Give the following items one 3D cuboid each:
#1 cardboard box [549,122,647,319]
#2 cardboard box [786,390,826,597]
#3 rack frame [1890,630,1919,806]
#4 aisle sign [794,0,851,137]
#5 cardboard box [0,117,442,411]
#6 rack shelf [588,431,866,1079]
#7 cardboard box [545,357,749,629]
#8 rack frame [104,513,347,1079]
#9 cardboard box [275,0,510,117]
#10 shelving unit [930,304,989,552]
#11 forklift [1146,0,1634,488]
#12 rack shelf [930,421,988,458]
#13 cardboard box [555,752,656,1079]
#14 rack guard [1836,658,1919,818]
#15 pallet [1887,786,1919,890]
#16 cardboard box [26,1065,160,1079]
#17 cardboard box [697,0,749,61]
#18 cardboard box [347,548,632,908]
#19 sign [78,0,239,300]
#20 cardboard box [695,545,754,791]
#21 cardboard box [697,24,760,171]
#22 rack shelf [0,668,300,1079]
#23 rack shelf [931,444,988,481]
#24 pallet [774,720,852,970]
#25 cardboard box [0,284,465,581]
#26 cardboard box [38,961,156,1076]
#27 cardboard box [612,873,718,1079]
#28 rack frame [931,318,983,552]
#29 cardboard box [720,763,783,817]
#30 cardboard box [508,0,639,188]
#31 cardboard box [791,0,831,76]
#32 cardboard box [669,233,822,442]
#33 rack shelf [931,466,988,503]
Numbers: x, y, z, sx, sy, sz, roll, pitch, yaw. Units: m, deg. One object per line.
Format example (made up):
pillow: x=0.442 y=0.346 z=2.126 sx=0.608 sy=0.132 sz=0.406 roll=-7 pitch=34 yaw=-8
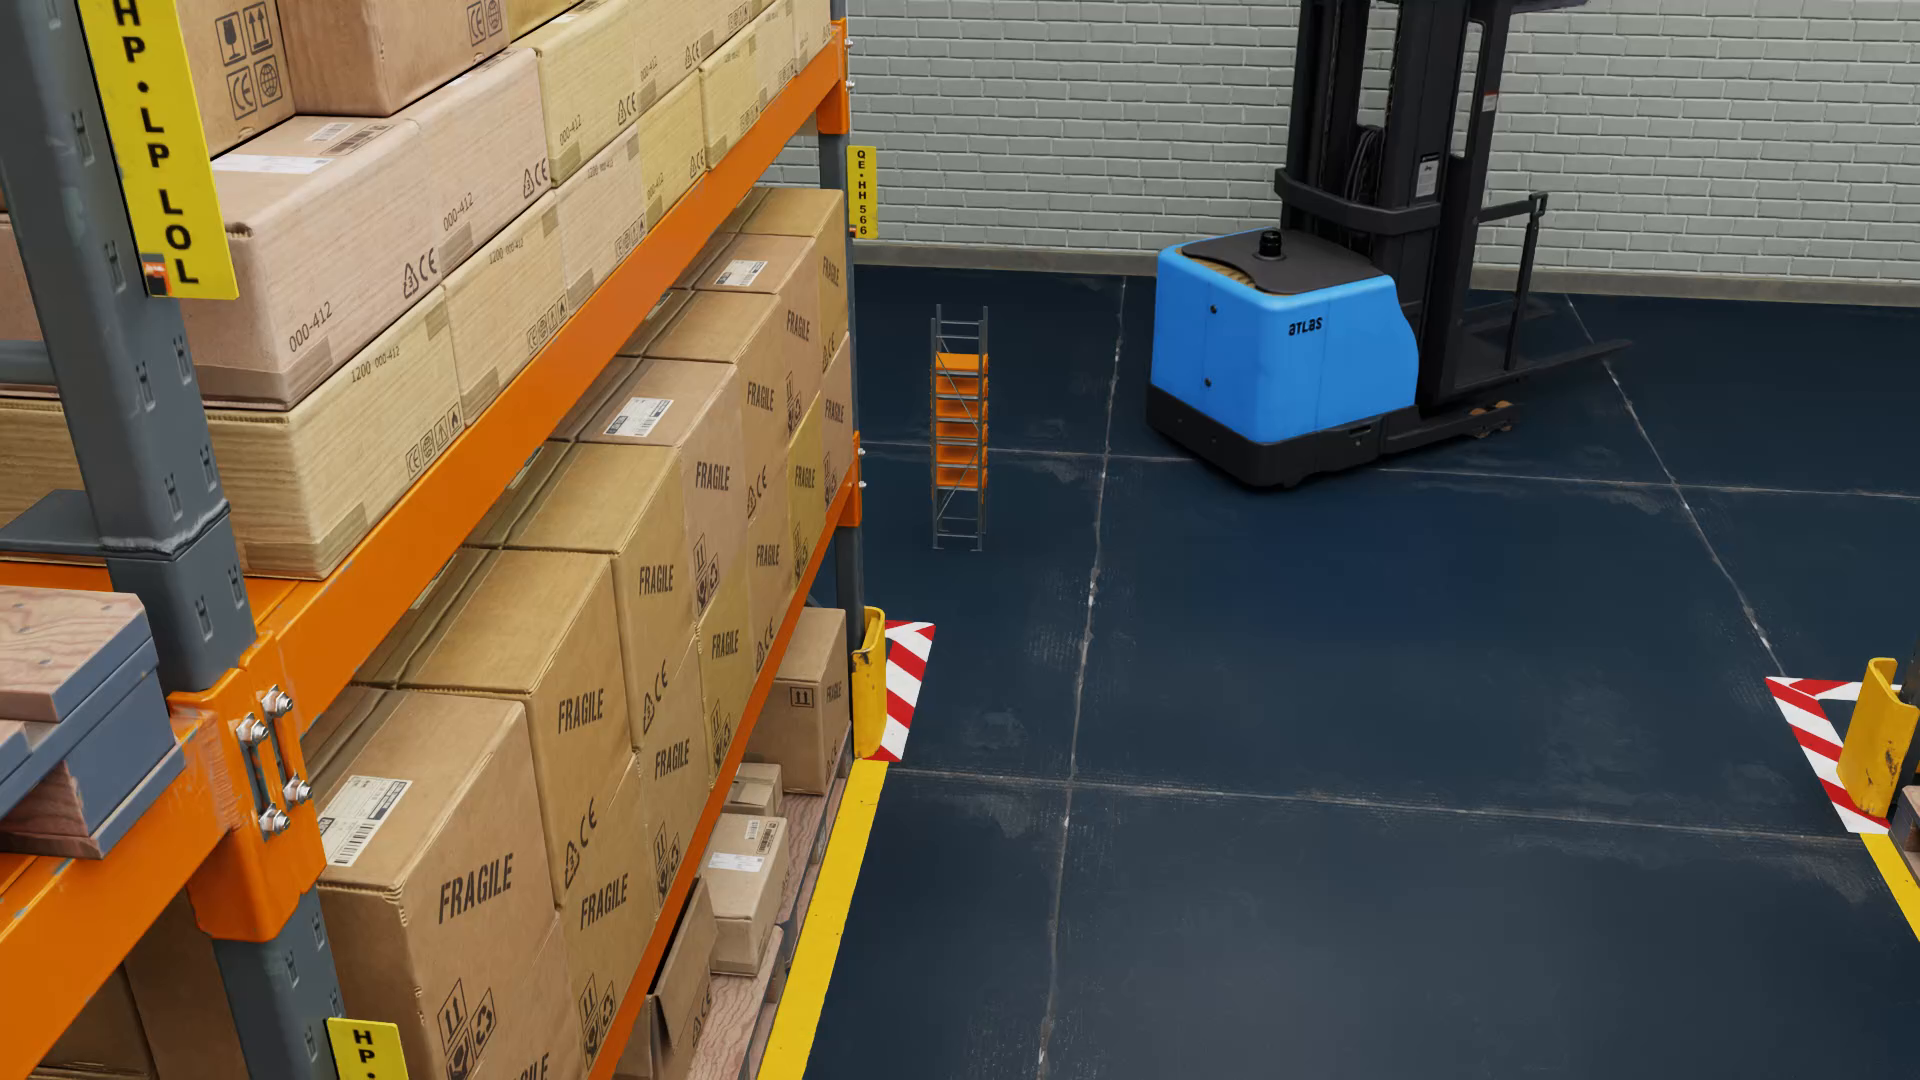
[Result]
cardboard box: x=-0.943 y=-0.653 z=3.295 sx=0.500 sy=0.250 sz=0.500 roll=3 pitch=28 yaw=6
cardboard box: x=-0.731 y=-0.170 z=5.297 sx=0.500 sy=0.500 sz=0.500 roll=4 pitch=29 yaw=7
rack frame: x=4.030 y=-0.307 z=5.657 sx=1.000 sy=3.000 sz=0.127 roll=3 pitch=28 yaw=6
aisle sign: x=-0.574 y=-1.755 z=5.605 sx=0.394 sy=0.787 sz=0.004 roll=3 pitch=28 yaw=6
cardboard box: x=-1.070 y=-0.403 z=2.304 sx=0.500 sy=0.250 sz=0.500 roll=3 pitch=28 yaw=6
rack shelf: x=-1.131 y=0.661 z=4.618 sx=1.077 sy=0.370 sz=4.000 roll=3 pitch=28 yaw=6
cardboard box: x=-0.851 y=-0.131 z=4.172 sx=0.500 sy=0.500 sz=0.500 roll=4 pitch=29 yaw=8
rack frame: x=-1.376 y=1.286 z=2.700 sx=1.000 sy=3.000 sz=0.127 roll=3 pitch=28 yaw=6
cardboard box: x=-1.152 y=-0.977 z=2.578 sx=0.700 sy=0.500 sz=0.500 roll=3 pitch=28 yaw=6
shelving unit: x=-0.002 y=-0.521 z=7.953 sx=0.258 sy=1.200 sz=0.189 roll=3 pitch=28 yaw=6
forklift: x=2.577 y=-2.060 z=8.984 sx=3.031 sy=2.935 sz=1.130 roll=-15 pitch=32 yaw=-26
rack shelf: x=-0.002 y=-0.482 z=7.974 sx=0.258 sy=0.103 sz=0.180 roll=3 pitch=28 yaw=6
cardboard box: x=-0.984 y=0.777 z=3.540 sx=0.500 sy=0.500 sz=0.500 roll=4 pitch=29 yaw=7
rack guard: x=4.020 y=0.781 z=6.273 sx=1.175 sy=0.500 sz=0.348 roll=3 pitch=28 yaw=6
pallet: x=3.890 y=1.307 z=5.602 sx=1.003 sy=0.211 sz=1.213 roll=3 pitch=28 yaw=6
cardboard box: x=-1.570 y=0.992 z=3.141 sx=0.500 sy=0.500 sz=0.500 roll=4 pitch=29 yaw=7
cardboard box: x=-0.822 y=-1.344 z=4.051 sx=0.500 sy=0.250 sz=0.500 roll=3 pitch=28 yaw=6
cardboard box: x=-0.976 y=0.354 z=3.271 sx=0.500 sy=0.500 sz=0.500 roll=2 pitch=28 yaw=5
sign: x=-0.825 y=-0.405 z=1.716 sx=0.100 sy=0.325 sz=0.005 roll=3 pitch=28 yaw=6
cardboard box: x=-0.859 y=0.302 z=4.421 sx=0.500 sy=0.500 sz=0.500 roll=3 pitch=28 yaw=5
cardboard box: x=-0.808 y=-1.123 z=4.168 sx=0.500 sy=0.250 sz=0.500 roll=3 pitch=28 yaw=6
rack shelf: x=-1.621 y=1.224 z=0.412 sx=1.077 sy=0.370 sz=4.000 roll=3 pitch=28 yaw=6
rack shelf: x=-0.002 y=-0.377 z=8.031 sx=0.258 sy=0.103 sz=0.180 roll=3 pitch=28 yaw=6
pallet: x=-0.992 y=1.042 z=6.093 sx=1.003 sy=0.211 sz=1.213 roll=3 pitch=28 yaw=6
cardboard box: x=-1.071 y=-0.183 z=2.422 sx=0.500 sy=0.250 sz=0.500 roll=3 pitch=28 yaw=6
cardboard box: x=-1.571 y=0.549 z=2.909 sx=0.500 sy=0.500 sz=0.500 roll=3 pitch=29 yaw=6
cardboard box: x=-1.151 y=1.307 z=4.830 sx=0.797 sy=0.503 sz=0.637 roll=3 pitch=28 yaw=6
rack frame: x=-0.013 y=-0.478 z=7.873 sx=0.240 sy=1.200 sz=0.006 roll=3 pitch=28 yaw=6
cardboard box: x=-0.847 y=0.913 z=5.917 sx=0.380 sy=0.166 sz=0.250 roll=3 pitch=28 yaw=6
cardboard box: x=-0.938 y=-0.873 z=3.176 sx=0.500 sy=0.250 sz=0.500 roll=3 pitch=28 yaw=6
cardboard box: x=-0.687 y=-1.594 z=5.042 sx=0.500 sy=0.250 sz=0.500 roll=3 pitch=28 yaw=6
cardboard box: x=-0.729 y=-0.618 z=5.074 sx=0.500 sy=0.500 sz=0.500 roll=4 pitch=29 yaw=8
rack shelf: x=-0.002 y=-0.271 z=8.088 sx=0.258 sy=0.103 sz=0.180 roll=3 pitch=28 yaw=6
